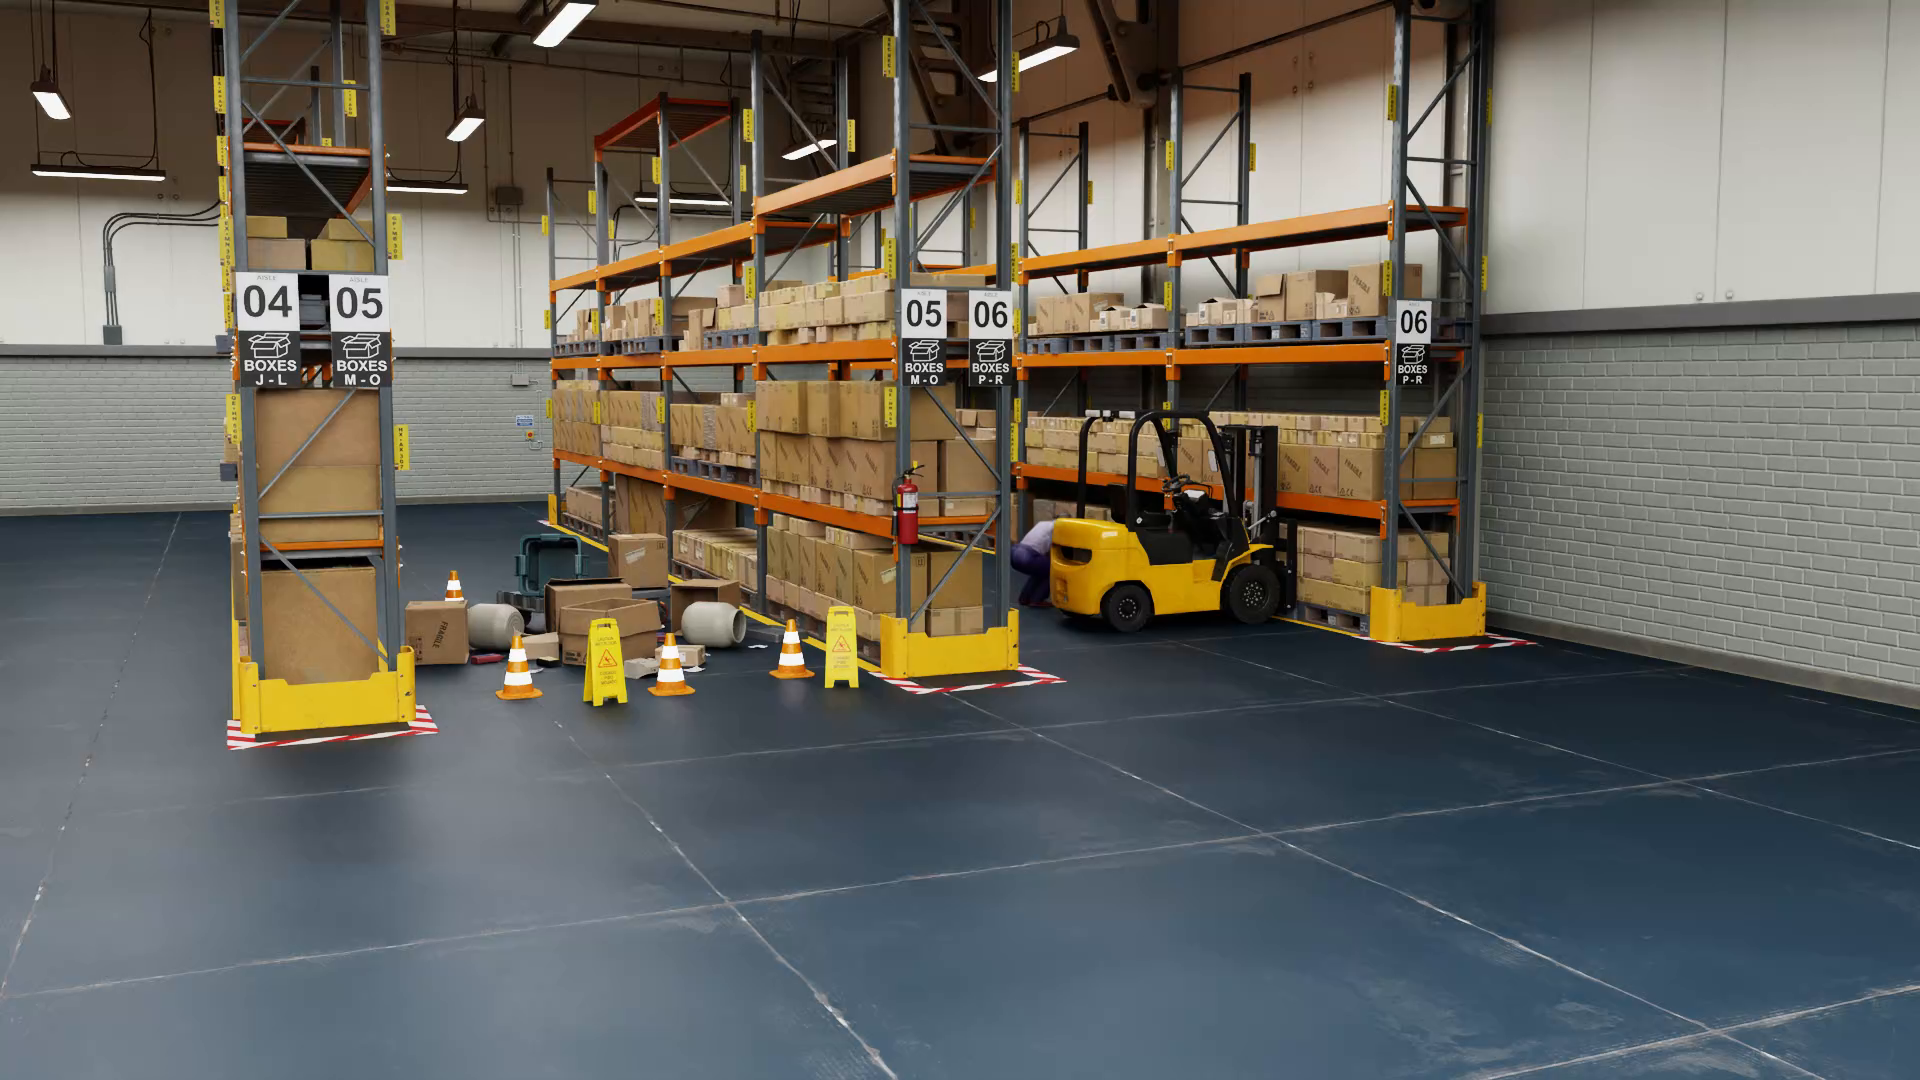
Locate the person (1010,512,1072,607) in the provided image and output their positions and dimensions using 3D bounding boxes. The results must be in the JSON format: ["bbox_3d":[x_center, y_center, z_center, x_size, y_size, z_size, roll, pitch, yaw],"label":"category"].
[{"bbox_3d":[0.902,0.213,18.222,0.803,1.013,0.529,-2,6,-24],"label":"person"}]
